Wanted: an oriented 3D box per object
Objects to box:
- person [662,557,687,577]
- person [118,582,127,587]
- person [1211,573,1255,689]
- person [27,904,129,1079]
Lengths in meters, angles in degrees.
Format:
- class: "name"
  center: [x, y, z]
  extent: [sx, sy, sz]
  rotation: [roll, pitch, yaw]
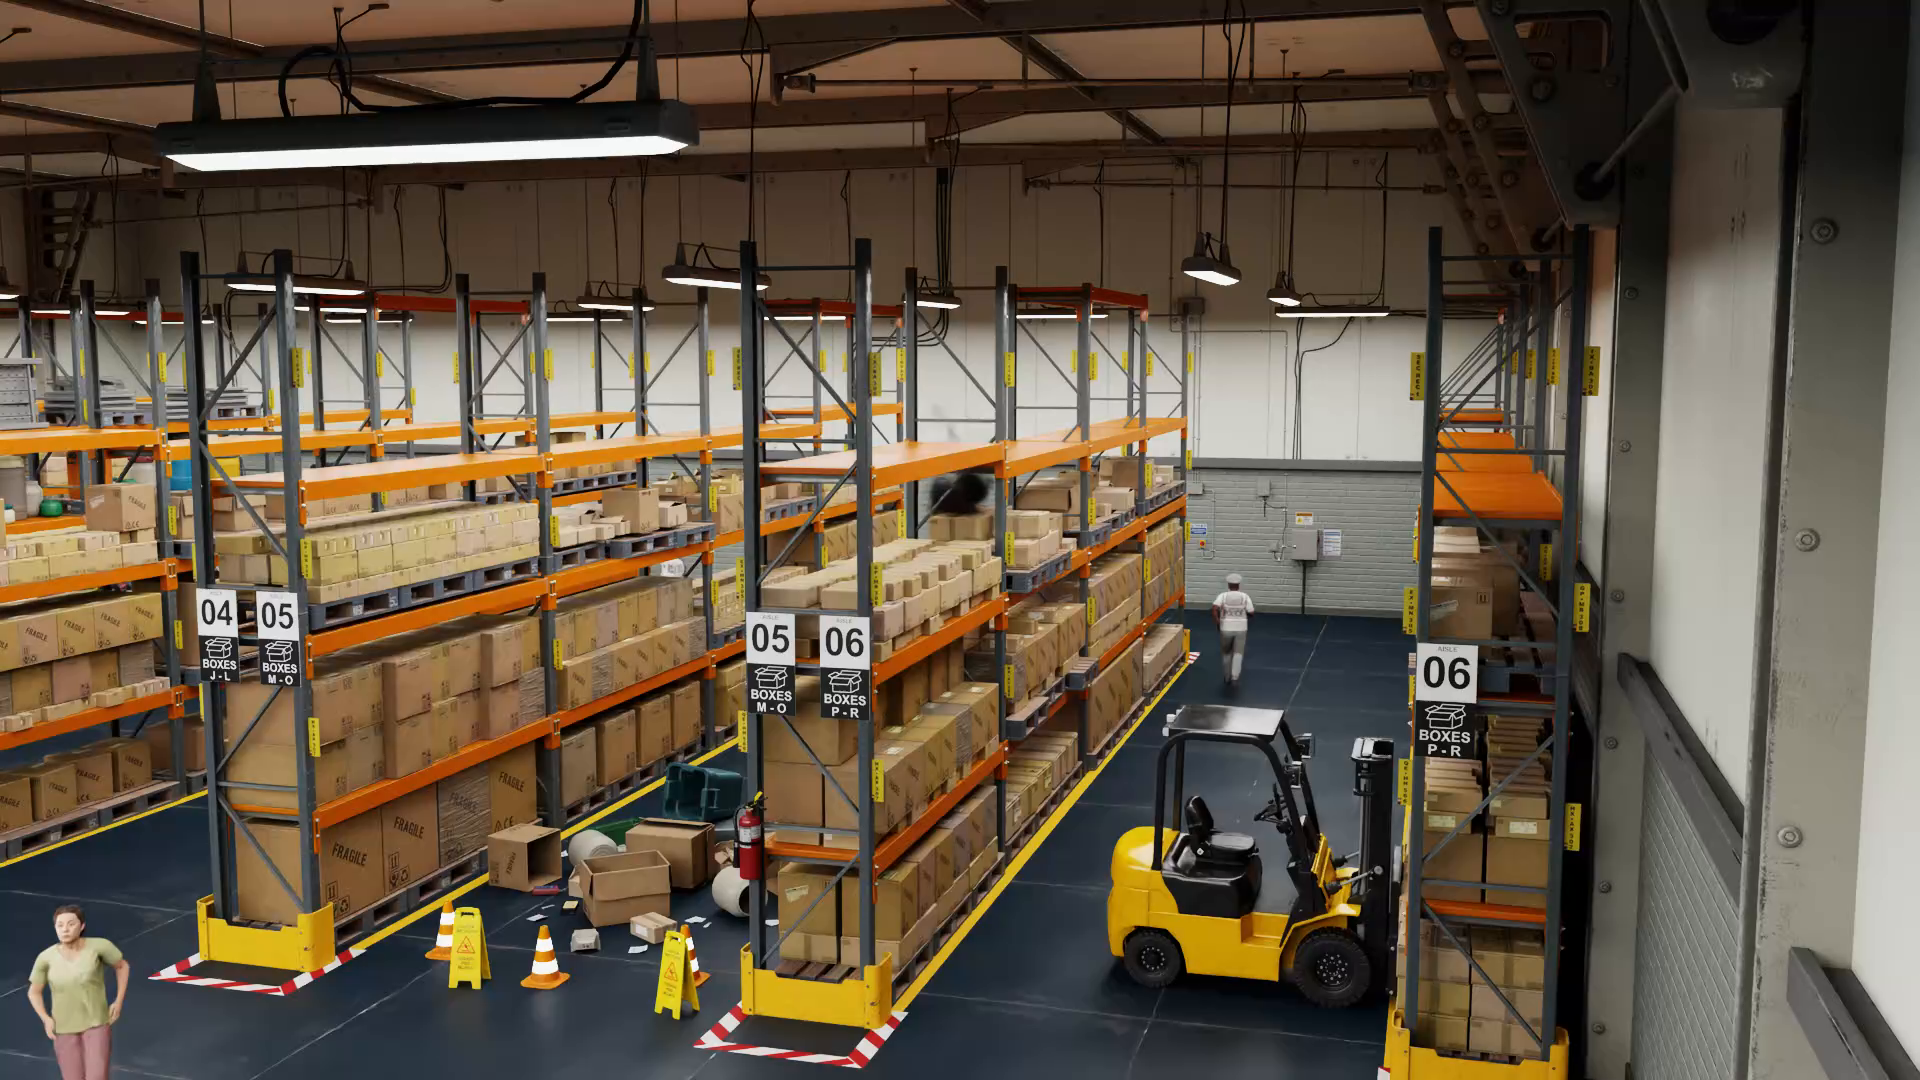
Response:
- class: "person"
  center: [-5.387, 0.814, 31.602]
  extent: [0.633, 1.660, 0.575]
  rotation: [-6, 8, -41]
- class: "person"
  center: [-14.762, 1.086, 29.751]
  extent: [0.545, 1.581, 0.840]
  rotation: [2, 7, 13]
- class: "person"
  center: [4.193, 1.409, 25.537]
  extent: [0.659, 1.793, 0.966]
  rotation: [1, 7, 12]
- class: "person"
  center: [-5.714, 3.163, 10.780]
  extent: [0.566, 1.632, 0.529]
  rotation: [-3, 7, -23]
